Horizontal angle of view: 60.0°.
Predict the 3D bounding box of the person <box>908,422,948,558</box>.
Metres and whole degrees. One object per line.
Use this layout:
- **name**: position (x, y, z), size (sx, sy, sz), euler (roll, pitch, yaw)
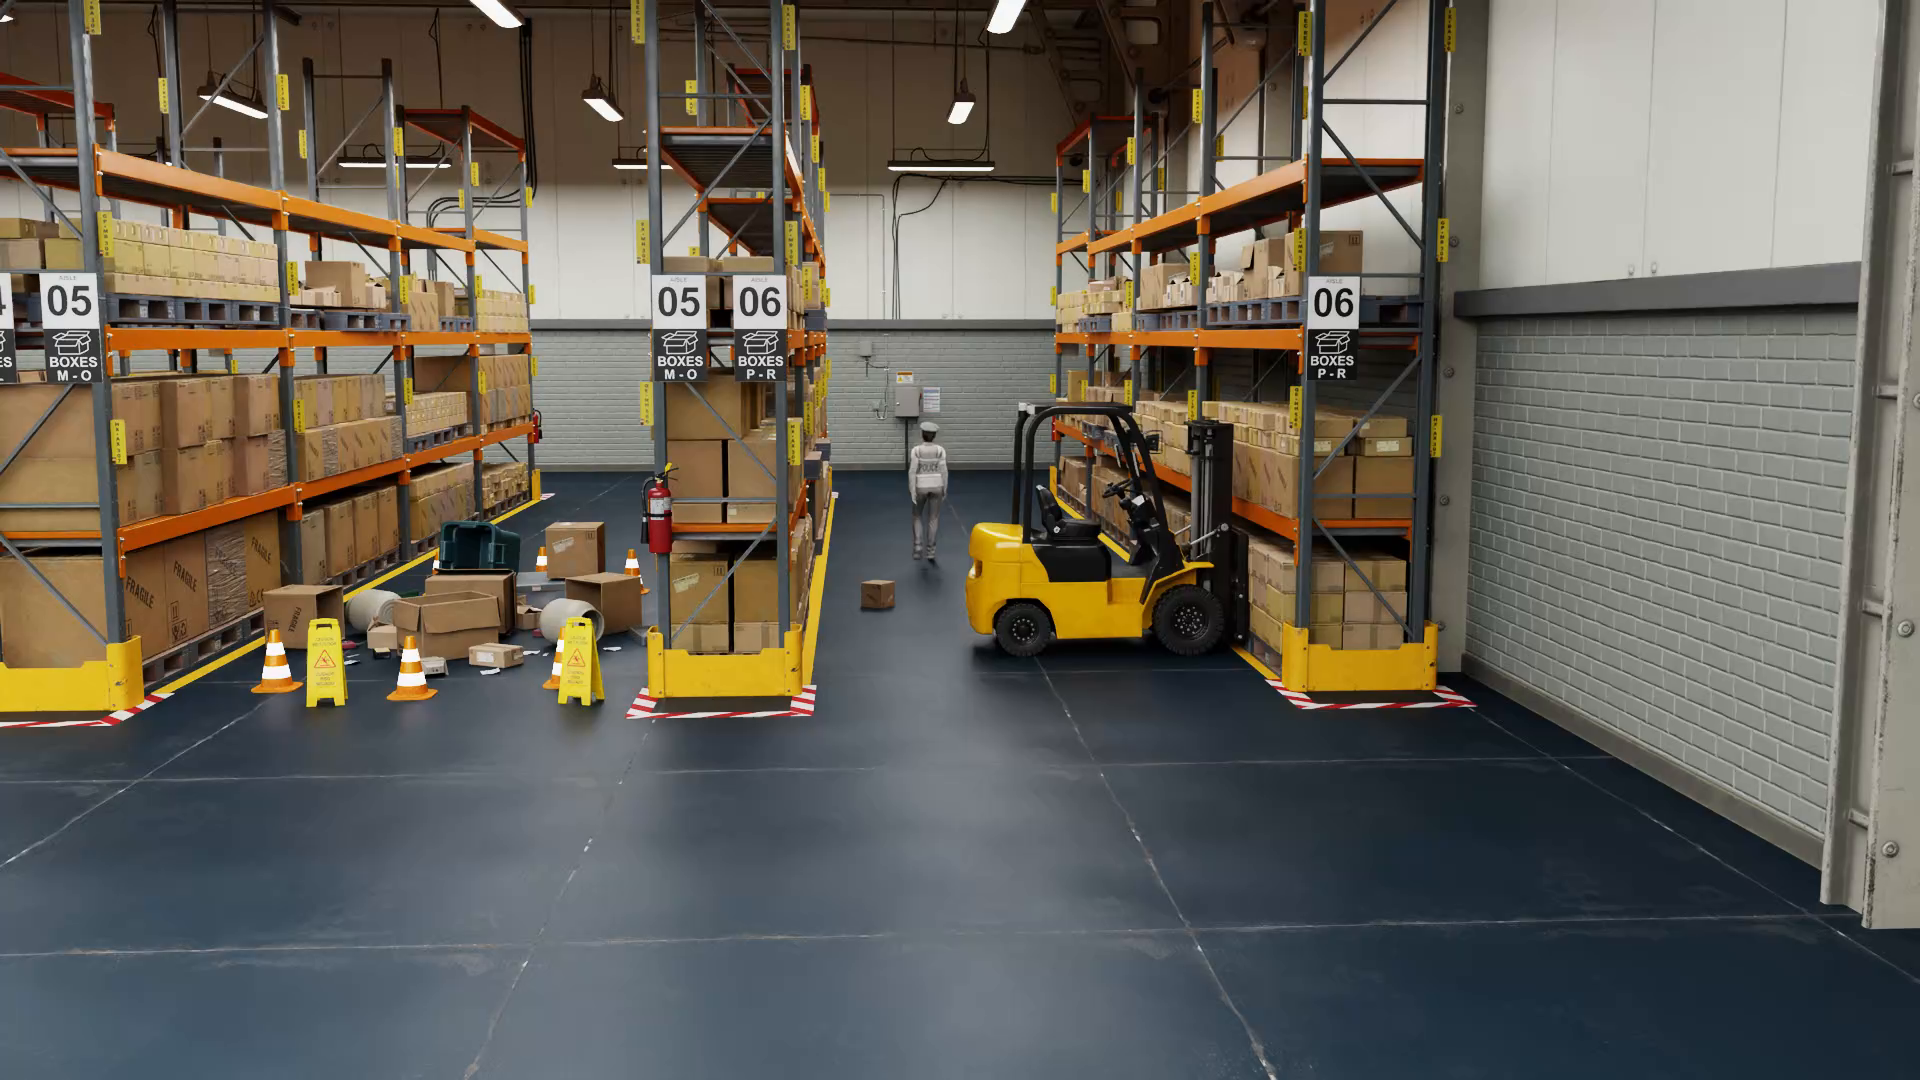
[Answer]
- **person**: position (-0.394, -0.581, 20.479), size (0.499, 1.747, 0.518), euler (0, 7, -4)
